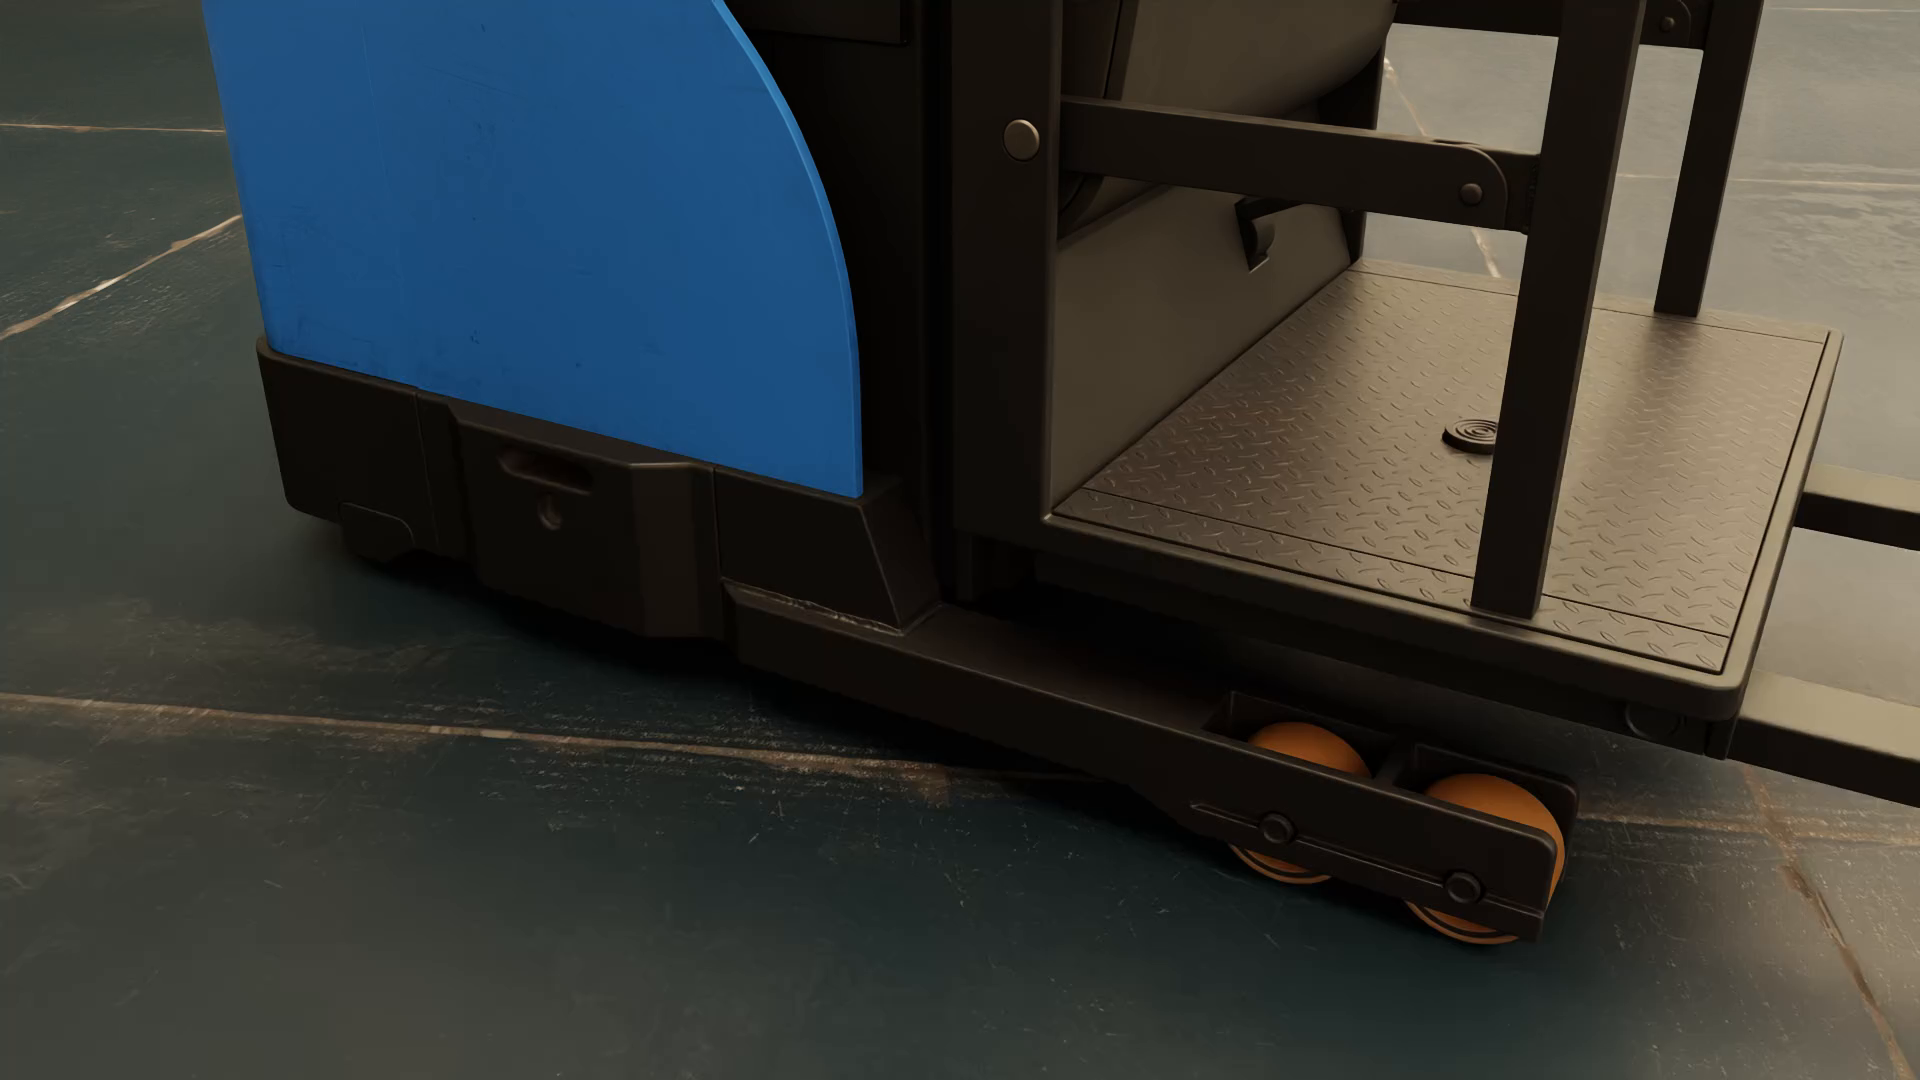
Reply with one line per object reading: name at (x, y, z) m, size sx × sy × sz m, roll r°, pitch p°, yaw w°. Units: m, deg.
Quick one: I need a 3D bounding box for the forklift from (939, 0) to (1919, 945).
forklift at (0.527, -1.174, 1.570) m, size 3.031 × 2.935 × 1.121 m, roll 14°, pitch 30°, yaw 26°
